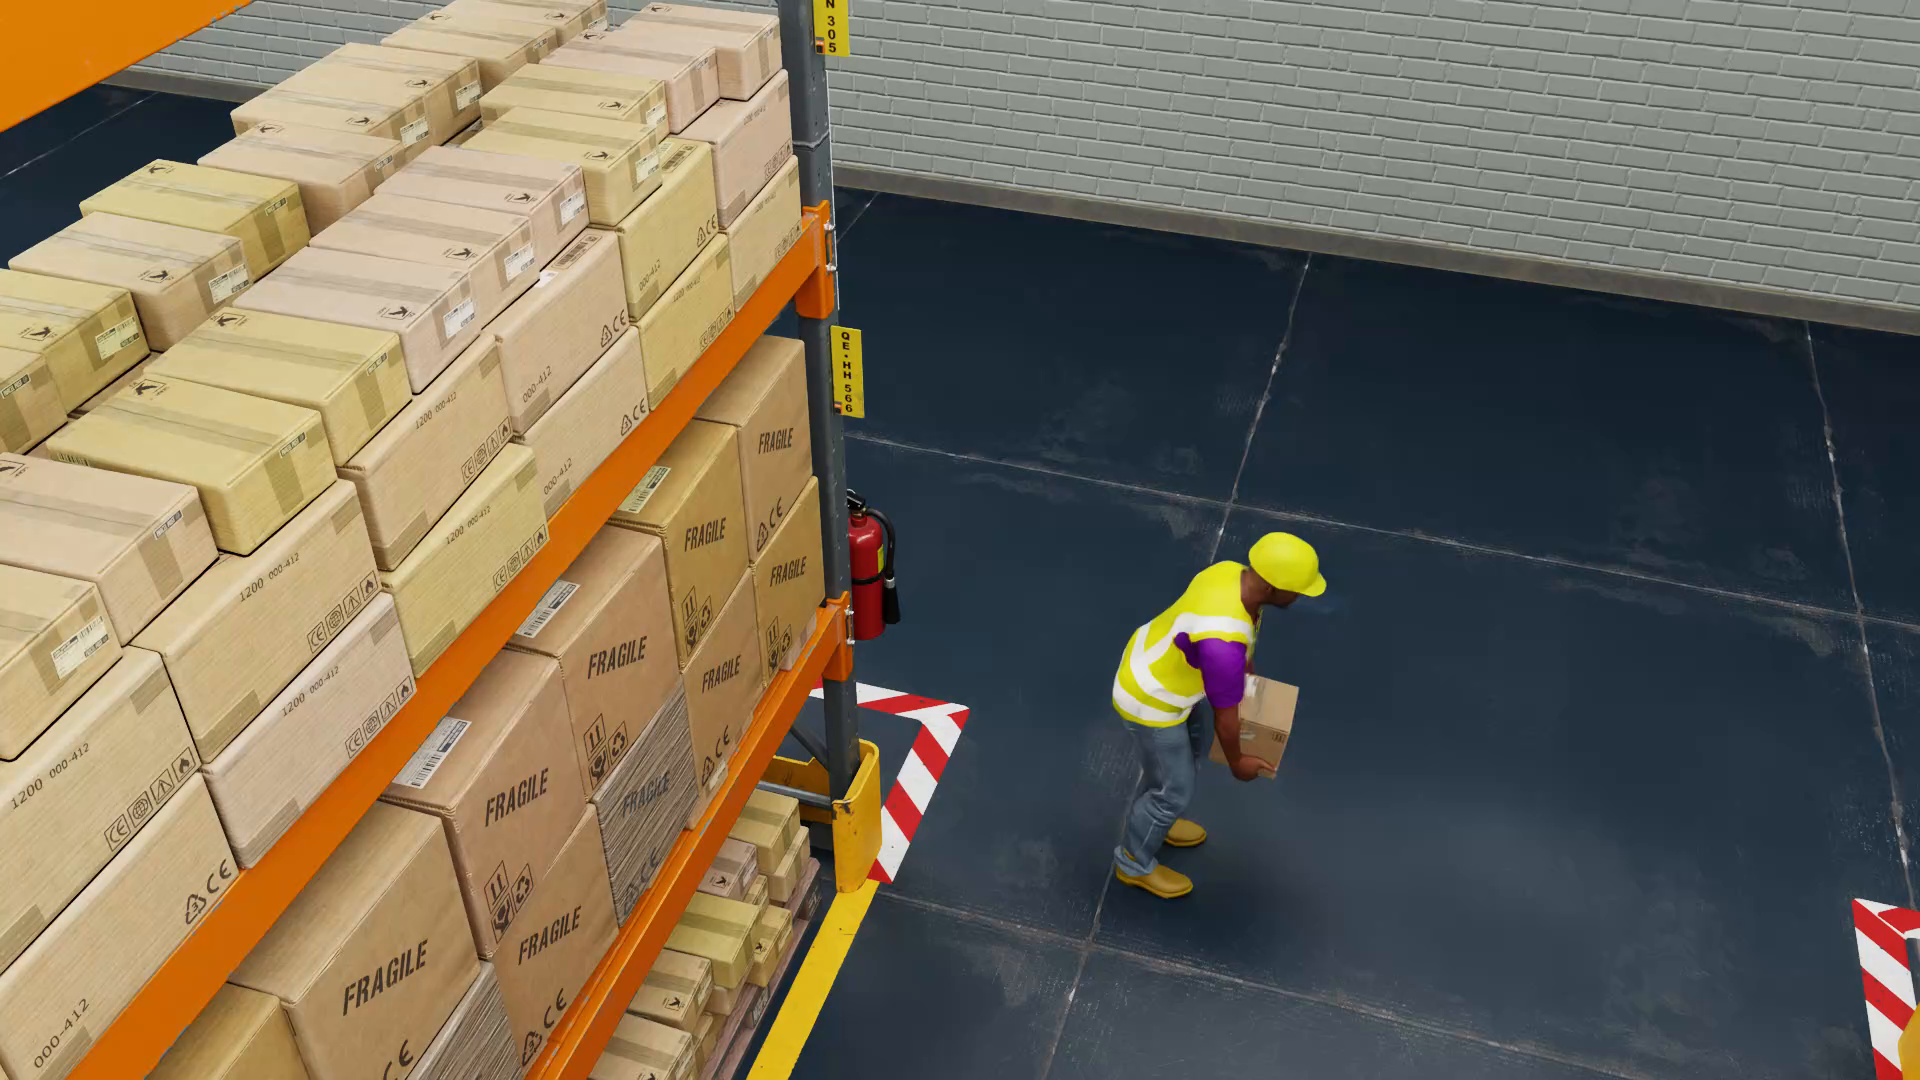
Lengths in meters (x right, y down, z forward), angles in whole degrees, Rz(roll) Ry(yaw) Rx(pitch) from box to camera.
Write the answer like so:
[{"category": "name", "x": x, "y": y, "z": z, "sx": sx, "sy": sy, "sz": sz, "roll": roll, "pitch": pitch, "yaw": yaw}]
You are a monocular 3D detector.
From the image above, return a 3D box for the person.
[{"category": "person", "x": 0.914, "y": 0.620, "z": 6.134, "sx": 0.695, "sy": 1.656, "sz": 0.483, "roll": 10, "pitch": 38, "yaw": 13}]
